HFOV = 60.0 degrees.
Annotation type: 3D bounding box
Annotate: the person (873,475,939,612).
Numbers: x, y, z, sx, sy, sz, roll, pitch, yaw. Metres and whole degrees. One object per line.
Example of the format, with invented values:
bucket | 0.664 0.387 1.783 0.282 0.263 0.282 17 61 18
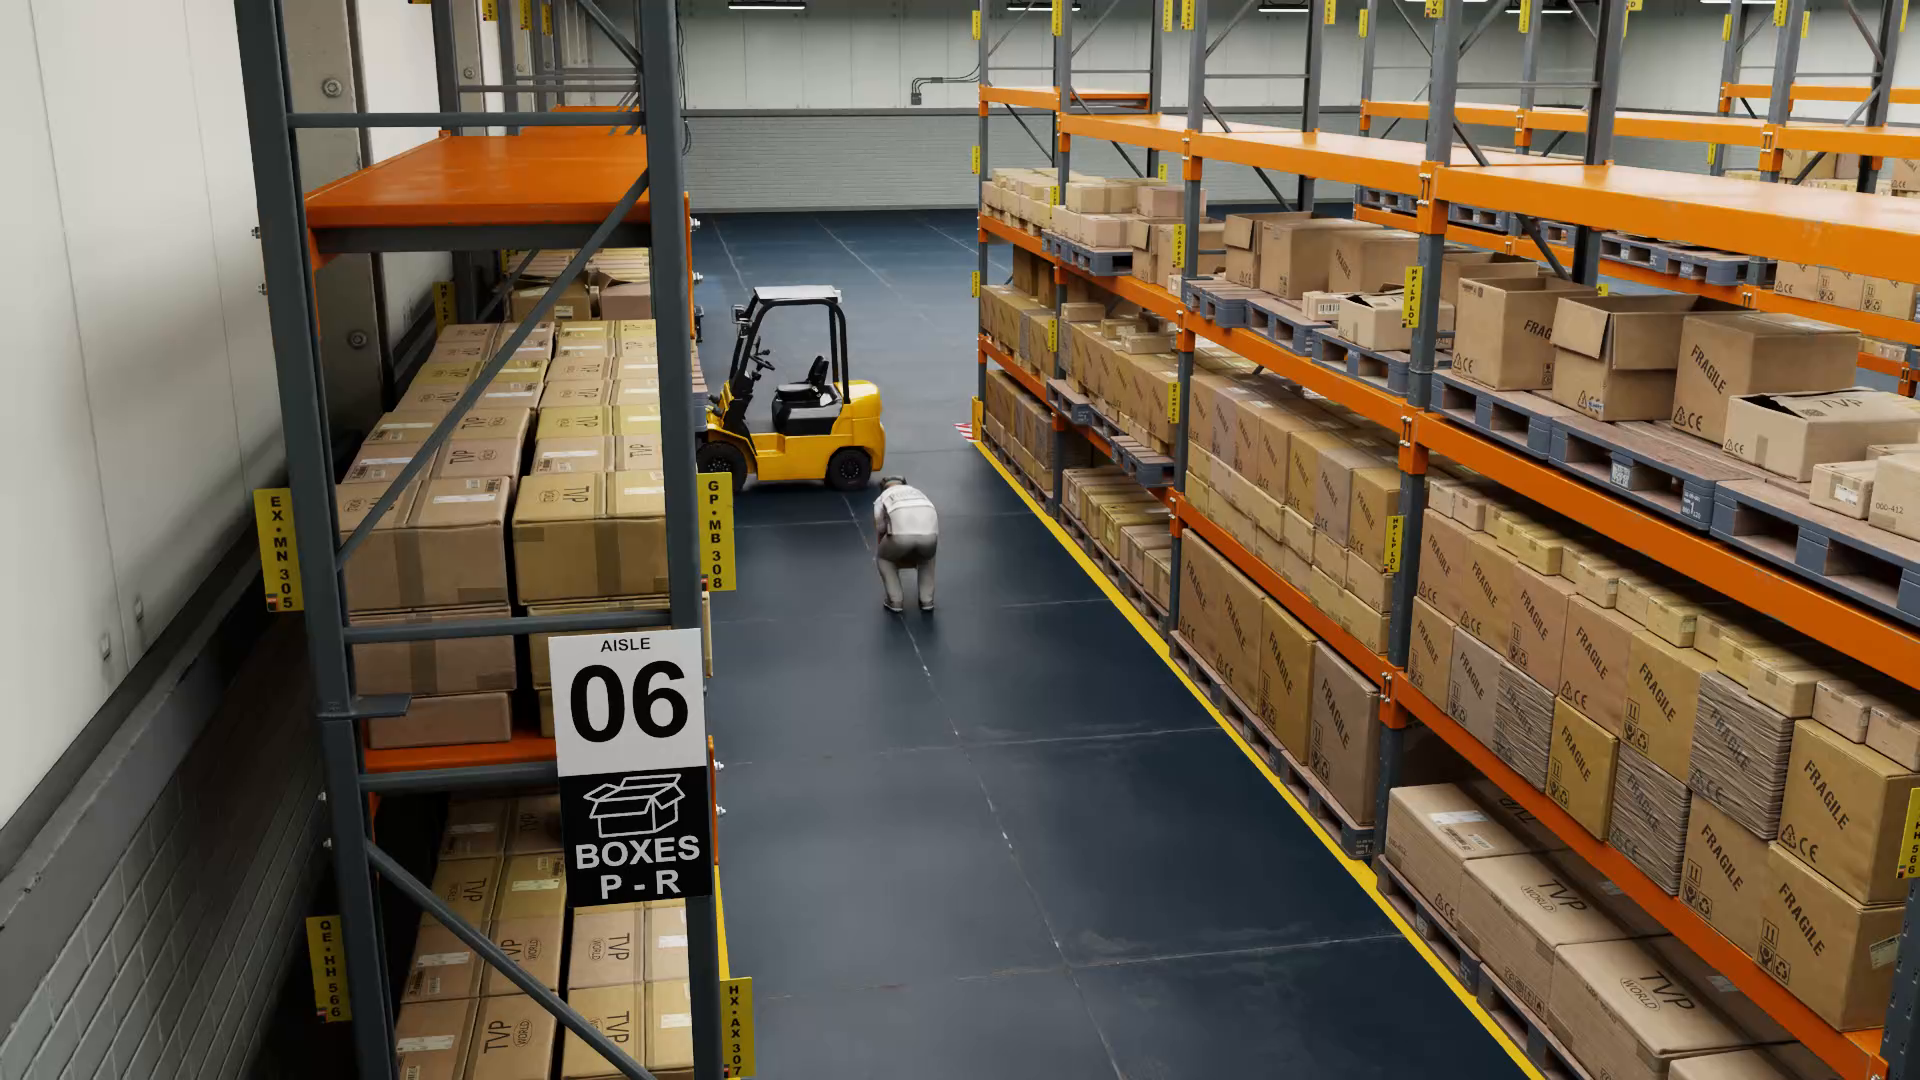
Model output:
person | -0.486 0.030 14.655 0.537 1.064 1.032 -4 17 -13
